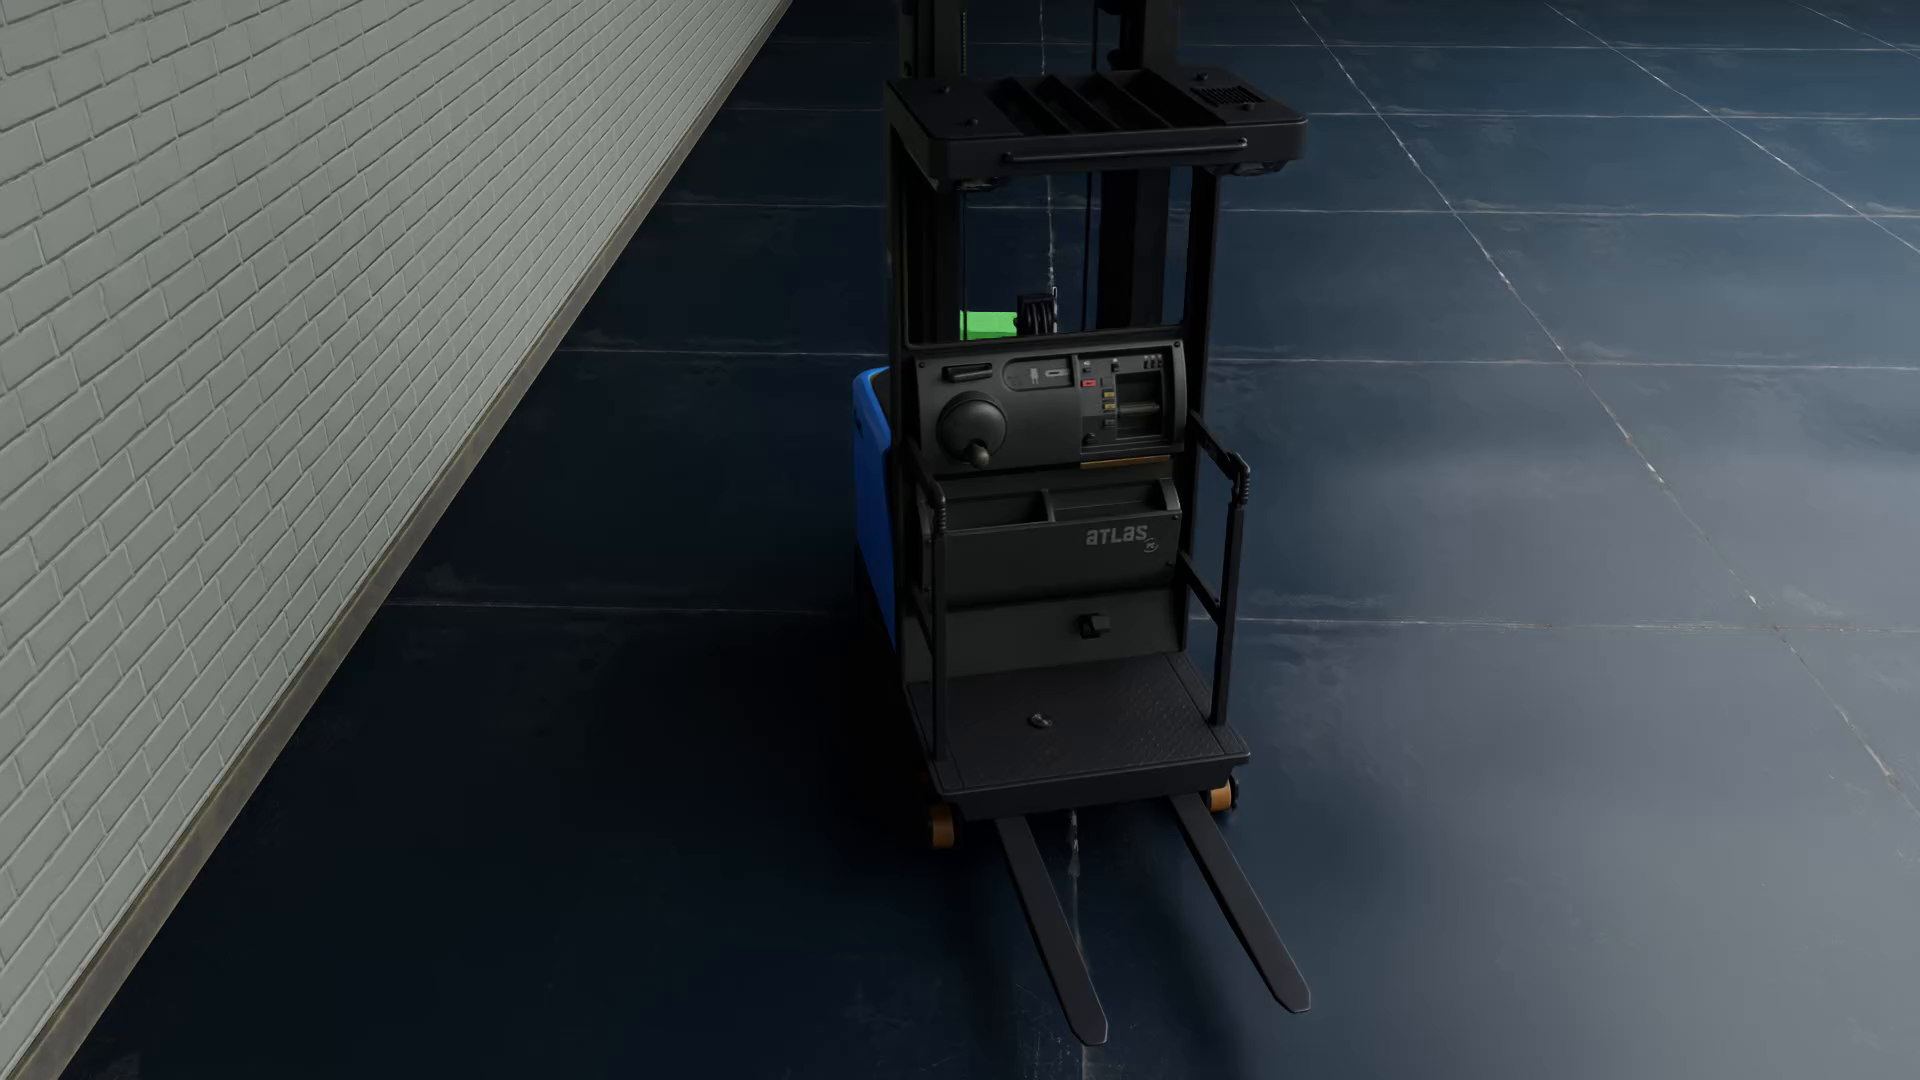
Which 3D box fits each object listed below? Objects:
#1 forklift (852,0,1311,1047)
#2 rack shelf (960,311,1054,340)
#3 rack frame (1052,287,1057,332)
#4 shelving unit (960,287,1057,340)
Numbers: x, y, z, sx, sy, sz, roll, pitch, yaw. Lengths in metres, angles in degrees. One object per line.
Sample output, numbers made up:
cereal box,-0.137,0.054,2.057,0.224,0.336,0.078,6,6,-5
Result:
forklift,0.358,-0.418,5.410,1.130,2.935,3.031,-6,28,-11
rack shelf,0.165,-0.895,7.269,0.480,0.148,0.258,1,28,2
rack frame,0.409,-0.523,7.456,0.015,1.200,0.240,1,28,2
shelving unit,0.165,-0.527,7.464,0.503,1.200,0.258,1,28,2
